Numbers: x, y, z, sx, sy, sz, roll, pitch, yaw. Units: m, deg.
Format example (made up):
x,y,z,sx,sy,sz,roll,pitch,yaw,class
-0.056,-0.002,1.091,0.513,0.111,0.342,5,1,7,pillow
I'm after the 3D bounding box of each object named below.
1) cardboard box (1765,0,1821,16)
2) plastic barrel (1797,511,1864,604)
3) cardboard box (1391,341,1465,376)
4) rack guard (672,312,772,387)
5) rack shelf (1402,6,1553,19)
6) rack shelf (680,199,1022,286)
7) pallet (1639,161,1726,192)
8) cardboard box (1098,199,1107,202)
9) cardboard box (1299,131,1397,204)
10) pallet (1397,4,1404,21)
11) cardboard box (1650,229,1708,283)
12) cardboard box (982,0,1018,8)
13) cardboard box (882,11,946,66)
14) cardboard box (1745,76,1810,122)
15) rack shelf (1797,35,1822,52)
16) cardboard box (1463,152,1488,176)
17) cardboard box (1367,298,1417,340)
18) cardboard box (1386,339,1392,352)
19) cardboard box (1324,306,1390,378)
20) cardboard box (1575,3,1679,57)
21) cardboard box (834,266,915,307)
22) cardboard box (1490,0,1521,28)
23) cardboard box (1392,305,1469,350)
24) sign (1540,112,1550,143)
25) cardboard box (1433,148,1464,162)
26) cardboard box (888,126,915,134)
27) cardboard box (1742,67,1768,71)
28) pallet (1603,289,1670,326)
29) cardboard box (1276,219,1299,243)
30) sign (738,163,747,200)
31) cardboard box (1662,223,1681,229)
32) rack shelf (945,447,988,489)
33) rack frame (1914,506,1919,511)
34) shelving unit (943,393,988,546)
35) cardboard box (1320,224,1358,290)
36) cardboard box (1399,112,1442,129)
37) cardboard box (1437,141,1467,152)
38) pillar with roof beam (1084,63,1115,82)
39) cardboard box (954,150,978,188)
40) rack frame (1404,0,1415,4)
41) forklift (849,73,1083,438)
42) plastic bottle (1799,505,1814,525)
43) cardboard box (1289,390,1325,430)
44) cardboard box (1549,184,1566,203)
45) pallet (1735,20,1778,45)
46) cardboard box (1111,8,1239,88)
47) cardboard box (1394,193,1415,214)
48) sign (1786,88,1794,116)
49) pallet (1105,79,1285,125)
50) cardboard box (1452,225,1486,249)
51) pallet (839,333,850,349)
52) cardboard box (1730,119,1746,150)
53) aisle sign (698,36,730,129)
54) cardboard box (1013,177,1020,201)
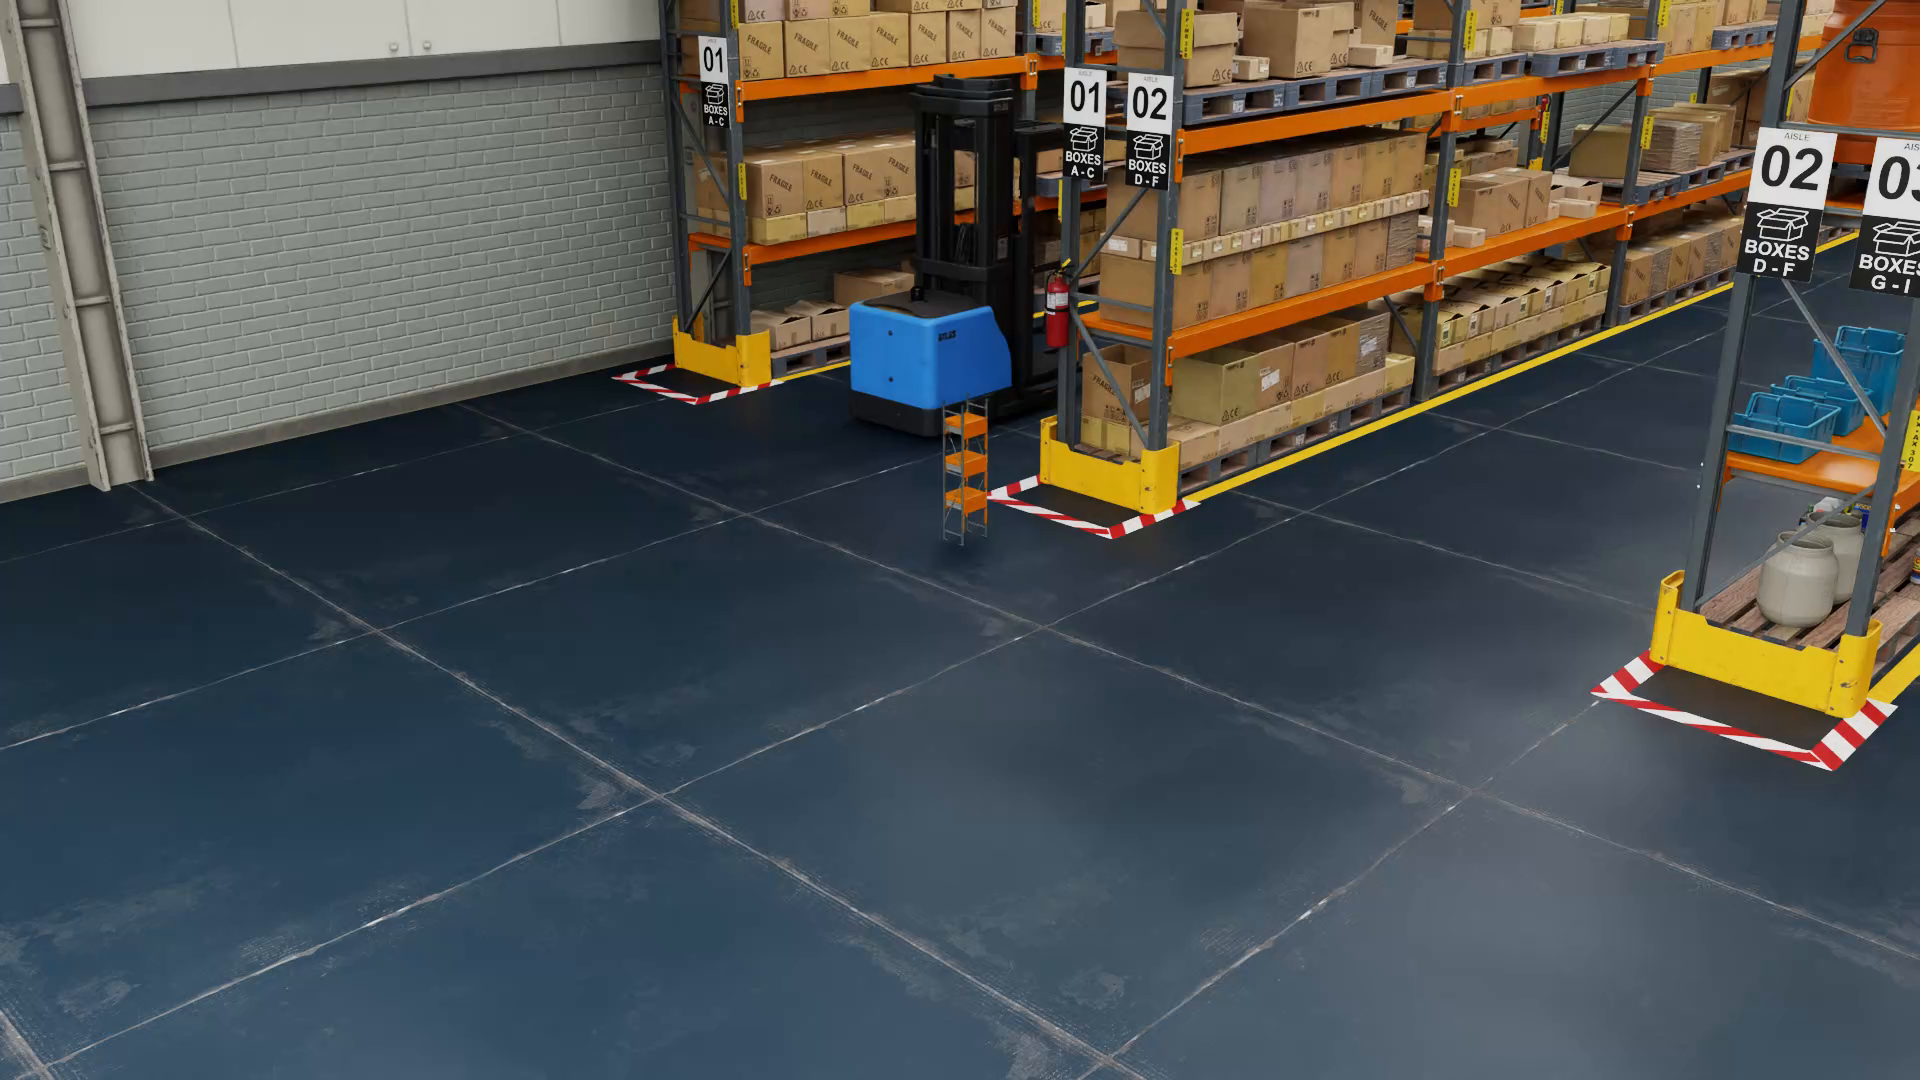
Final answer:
x,y,z,sx,sy,sz,roll,pitch,yaw,class
10.055,-6.489,20.107,0.500,0.250,0.500,19,28,41,cardboard box
5.467,0.111,10.488,0.421,0.512,0.421,0,21,0,plastic barrel
4.416,-1.760,15.721,0.500,0.250,0.500,18,28,39,cardboard box
-2.332,-1.870,16.242,1.175,0.500,0.348,19,28,41,rack guard
7.381,-7.680,24.696,1.077,0.370,4.000,19,28,41,rack shelf
-0.990,-3.195,17.209,1.077,0.370,4.000,19,28,41,rack shelf
8.101,-4.246,19.208,1.003,0.211,1.213,19,28,41,pallet
1.933,-3.999,20.125,0.500,0.250,0.500,19,28,40,cardboard box
3.301,-3.213,14.304,0.700,0.500,0.500,19,28,41,cardboard box
5.382,-7.164,22.619,0.805,0.209,1.217,18,27,39,pallet
8.345,-3.318,19.396,0.500,0.500,0.500,18,27,39,cardboard box
0.250,-5.771,17.167,0.500,0.500,0.500,16,26,36,cardboard box
-0.491,-5.031,16.634,0.500,0.500,0.500,18,27,39,cardboard box
10.068,-5.427,20.479,0.500,0.500,0.500,-19,28,-41,cardboard box
10.933,-6.441,21.473,1.077,0.370,4.000,19,28,41,rack shelf
7.661,-5.696,25.612,0.700,0.500,0.500,18,27,39,cardboard box
4.034,-2.156,15.969,0.500,0.311,0.500,19,28,41,cardboard box
4.039,-1.898,16.079,0.500,0.250,0.500,19,28,40,cardboard box
3.433,-1.769,14.699,0.500,0.500,0.500,19,28,41,cardboard box
7.028,-5.402,17.627,0.910,0.500,0.500,19,28,41,cardboard box
-0.893,-2.533,17.356,0.700,0.500,0.500,17,27,37,cardboard box
4.796,-4.983,15.256,0.500,0.500,0.500,-17,27,-37,cardboard box
4.424,-2.024,15.626,0.500,0.311,0.500,19,28,41,cardboard box
6.352,-4.471,18.023,0.100,0.325,0.005,19,28,41,sign
7.315,-5.777,24.918,0.380,0.149,0.250,18,28,39,cardboard box
-0.436,-4.134,17.785,0.500,0.500,0.500,19,28,40,cardboard box
10.412,-5.833,21.536,0.500,0.500,0.500,20,28,41,cardboard box
7.296,-2.715,18.845,1.003,0.211,1.213,19,28,41,pallet
2.492,-2.506,13.370,0.380,0.149,0.250,19,28,40,cardboard box
-1.996,-3.285,15.234,0.100,0.325,0.005,19,28,41,sign
8.308,-3.571,20.056,0.500,0.500,0.500,20,29,41,cardboard box
0.037,-0.494,11.926,0.215,0.259,0.240,19,28,41,rack shelf
7.504,-1.566,11.967,1.000,3.000,0.127,19,28,41,rack frame
0.037,-0.504,11.922,0.215,1.050,0.252,19,28,41,shelving unit
2.936,-2.472,14.186,0.500,0.500,0.700,-20,28,-41,cardboard box
6.376,-6.377,24.066,0.700,0.700,0.980,-20,28,-41,cardboard box
7.599,-6.079,25.703,0.250,0.149,0.380,-20,28,-41,cardboard box
4.754,-6.678,16.907,9.100,9.000,0.400,19,28,41,pillar with roof beam
-0.047,-4.006,17.451,0.500,0.500,0.500,19,28,40,cardboard box
5.986,-8.902,22.692,1.000,3.000,0.127,19,28,41,rack frame
0.392,-2.689,14.985,1.130,2.935,3.031,18,28,39,forklift
5.749,-0.091,11.304,0.133,0.283,0.061,-19,28,-41,plastic bottle
2.748,-1.158,14.153,0.500,0.250,0.500,19,28,41,cardboard box
5.985,-3.611,17.414,0.500,0.311,0.500,19,28,40,cardboard box
9.033,-6.025,19.650,1.213,0.211,1.003,19,28,41,pallet
1.571,-3.634,12.244,0.637,0.503,0.797,-18,27,-38,cardboard box
3.747,-2.969,14.575,0.380,0.149,0.250,19,28,40,cardboard box
9.938,-5.265,19.978,0.100,0.325,0.005,19,28,41,sign
1.679,-3.312,12.453,1.003,0.211,1.213,19,28,41,pallet
4.722,-2.866,15.699,0.380,0.149,0.250,19,28,41,cardboard box
-0.889,-2.247,17.626,1.003,0.211,1.213,19,28,41,pallet
9.703,-5.102,21.028,0.500,0.500,0.500,-20,28,-41,cardboard box
-2.220,-4.137,15.033,0.394,0.787,0.004,19,28,41,aisle sign
0.292,-3.787,17.927,0.500,0.250,0.500,19,28,41,cardboard box
